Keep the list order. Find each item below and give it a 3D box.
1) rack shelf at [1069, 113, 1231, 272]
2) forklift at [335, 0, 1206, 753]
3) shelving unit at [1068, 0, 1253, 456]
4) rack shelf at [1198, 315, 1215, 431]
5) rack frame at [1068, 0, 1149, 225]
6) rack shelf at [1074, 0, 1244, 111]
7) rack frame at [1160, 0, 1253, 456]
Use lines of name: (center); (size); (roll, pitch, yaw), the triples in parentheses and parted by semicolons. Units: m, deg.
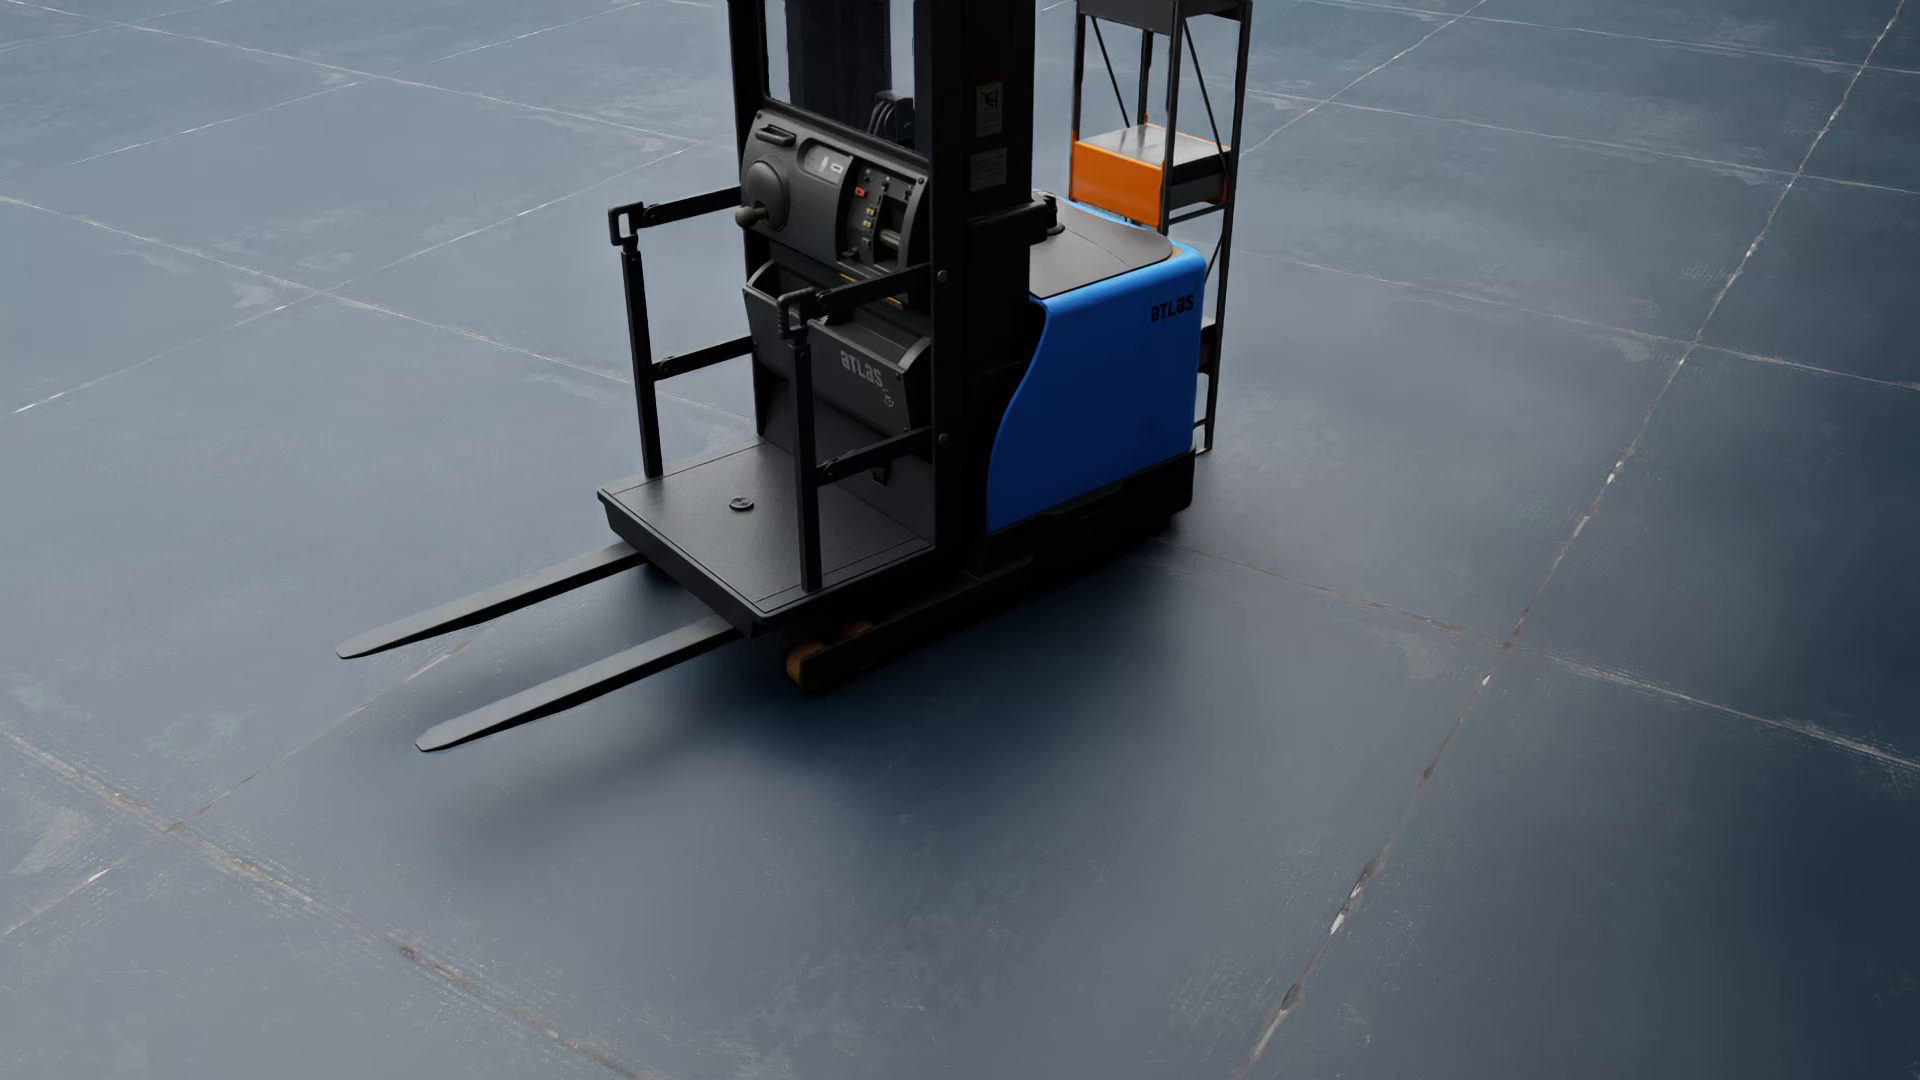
rack shelf: (0.736, -1.306, 6.428); (0.431, 0.518, 0.480); (-23, 37, -34)
forklift: (-0.575, -1.077, 5.188); (3.031, 2.935, 1.130); (-22, 37, -33)
shelving unit: (0.736, -1.317, 6.421); (0.431, 2.100, 0.503); (-23, 37, -34)
rack shelf: (0.732, -0.699, 6.777); (0.431, 0.518, 0.480); (-23, 37, -34)
rack frame: (0.577, -1.411, 6.581); (0.400, 2.100, 0.015); (-23, 37, -34)
rack shelf: (0.740, -1.912, 6.078); (0.431, 0.518, 0.480); (-23, 37, -34)
rack frame: (0.895, -1.224, 6.261); (0.400, 2.100, 0.015); (-23, 37, -34)
